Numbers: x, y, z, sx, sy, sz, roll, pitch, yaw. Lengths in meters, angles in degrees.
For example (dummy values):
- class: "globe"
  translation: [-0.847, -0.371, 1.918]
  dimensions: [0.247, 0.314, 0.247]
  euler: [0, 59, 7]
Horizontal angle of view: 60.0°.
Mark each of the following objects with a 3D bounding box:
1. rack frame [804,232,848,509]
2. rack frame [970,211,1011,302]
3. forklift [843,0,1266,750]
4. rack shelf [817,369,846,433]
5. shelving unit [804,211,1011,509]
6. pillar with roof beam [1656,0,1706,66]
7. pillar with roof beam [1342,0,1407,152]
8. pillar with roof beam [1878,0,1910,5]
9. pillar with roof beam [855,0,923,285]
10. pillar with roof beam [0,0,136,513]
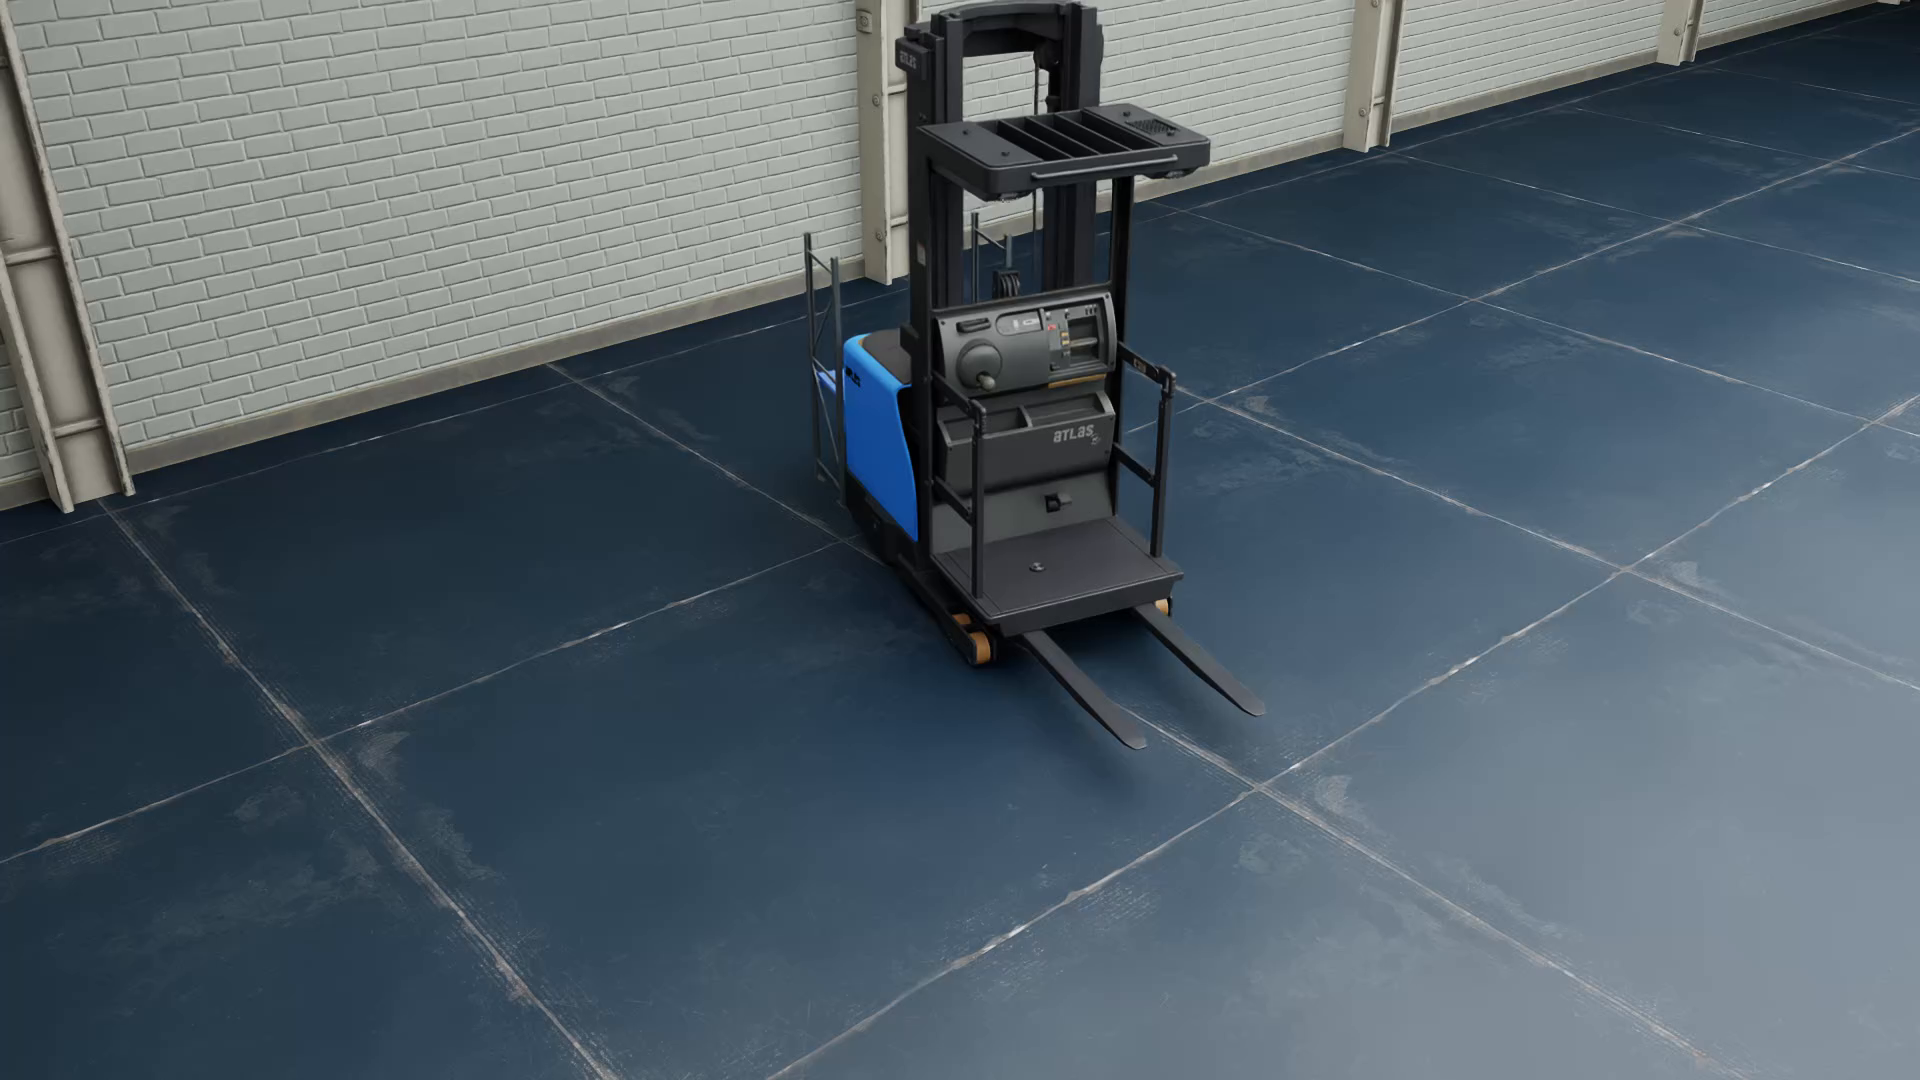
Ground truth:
- class: "rack frame"
  translation: [-0.760, -0.949, 9.433]
  dimensions: [0.032, 1.500, 0.500]
  euler: [-12, 30, -20]
- class: "rack frame"
  translation: [0.173, -1.139, 9.789]
  dimensions: [0.032, 1.500, 0.500]
  euler: [-12, 30, -20]
- class: "forklift"
  translation: [0.422, -0.915, 7.852]
  dimensions: [1.130, 2.935, 3.031]
  euler: [-12, 30, -22]
- class: "rack shelf"
  translation: [-0.294, -0.885, 9.696]
  dimensions: [1.000, 0.185, 0.538]
  euler: [-12, 30, -20]
- class: "shelving unit"
  translation: [-0.294, -1.044, 9.611]
  dimensions: [1.048, 1.500, 0.538]
  euler: [-12, 30, -20]
- class: "pillar with roof beam"
  translation: [11.402, -8.198, 15.043]
  dimensions: [0.400, 9.000, 9.100]
  euler: [-22, 35, -35]
- class: "pillar with roof beam"
  translation: [6.837, -6.363, 11.609]
  dimensions: [0.400, 9.000, 9.100]
  euler: [-22, 35, -35]
- class: "pillar with roof beam"
  translation: [15.966, -10.034, 18.478]
  dimensions: [0.400, 9.000, 9.100]
  euler: [-22, 35, -35]
- class: "pillar with roof beam"
  translation: [2.273, -4.527, 8.174]
  dimensions: [0.400, 9.000, 9.100]
  euler: [-22, 35, -35]
- class: "pillar with roof beam"
  translation: [-2.292, -2.692, 4.739]
  dimensions: [0.400, 9.000, 9.100]
  euler: [-22, 35, -35]
